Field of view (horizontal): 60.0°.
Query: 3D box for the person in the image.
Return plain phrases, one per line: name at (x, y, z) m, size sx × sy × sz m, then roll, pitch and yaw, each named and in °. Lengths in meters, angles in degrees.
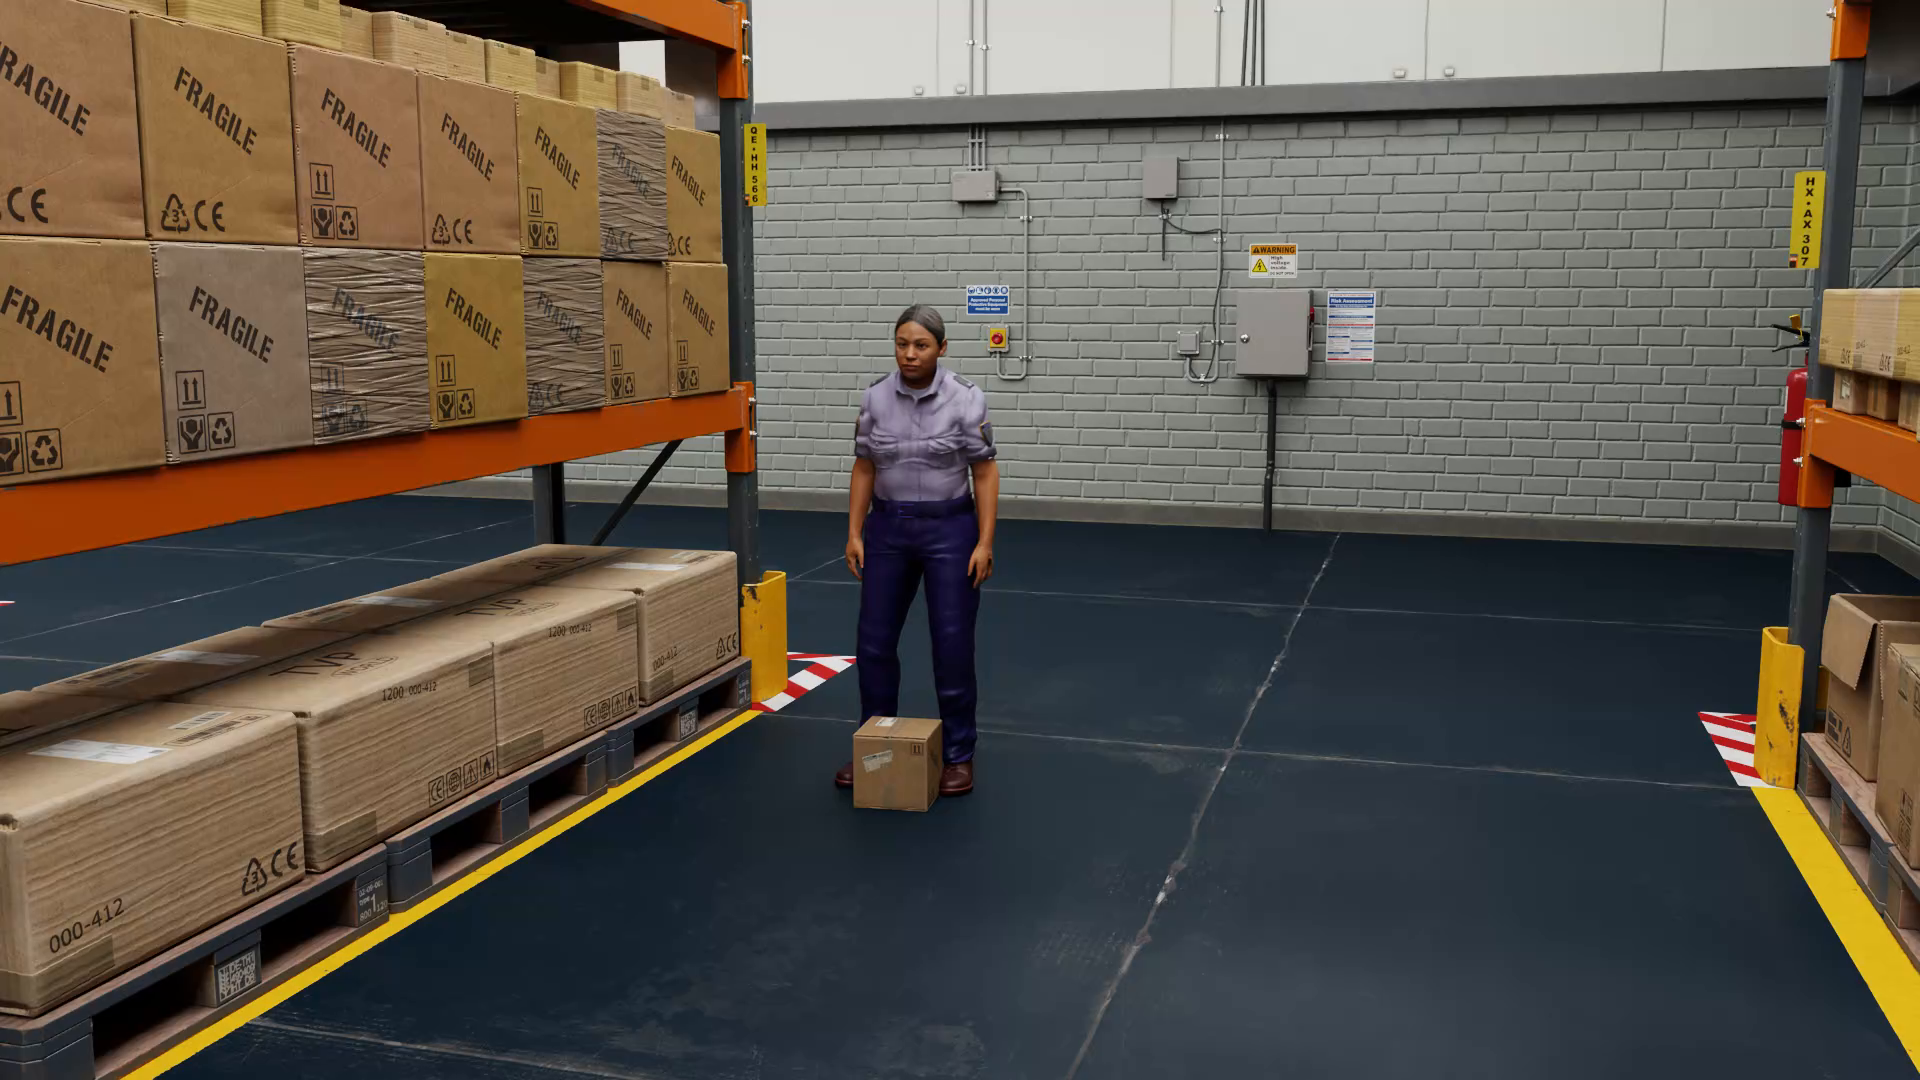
person at (-0.139, 0.023, 5.708) m, size 0.547 × 1.651 × 0.367 m, roll 2°, pitch 9°, yaw 15°
